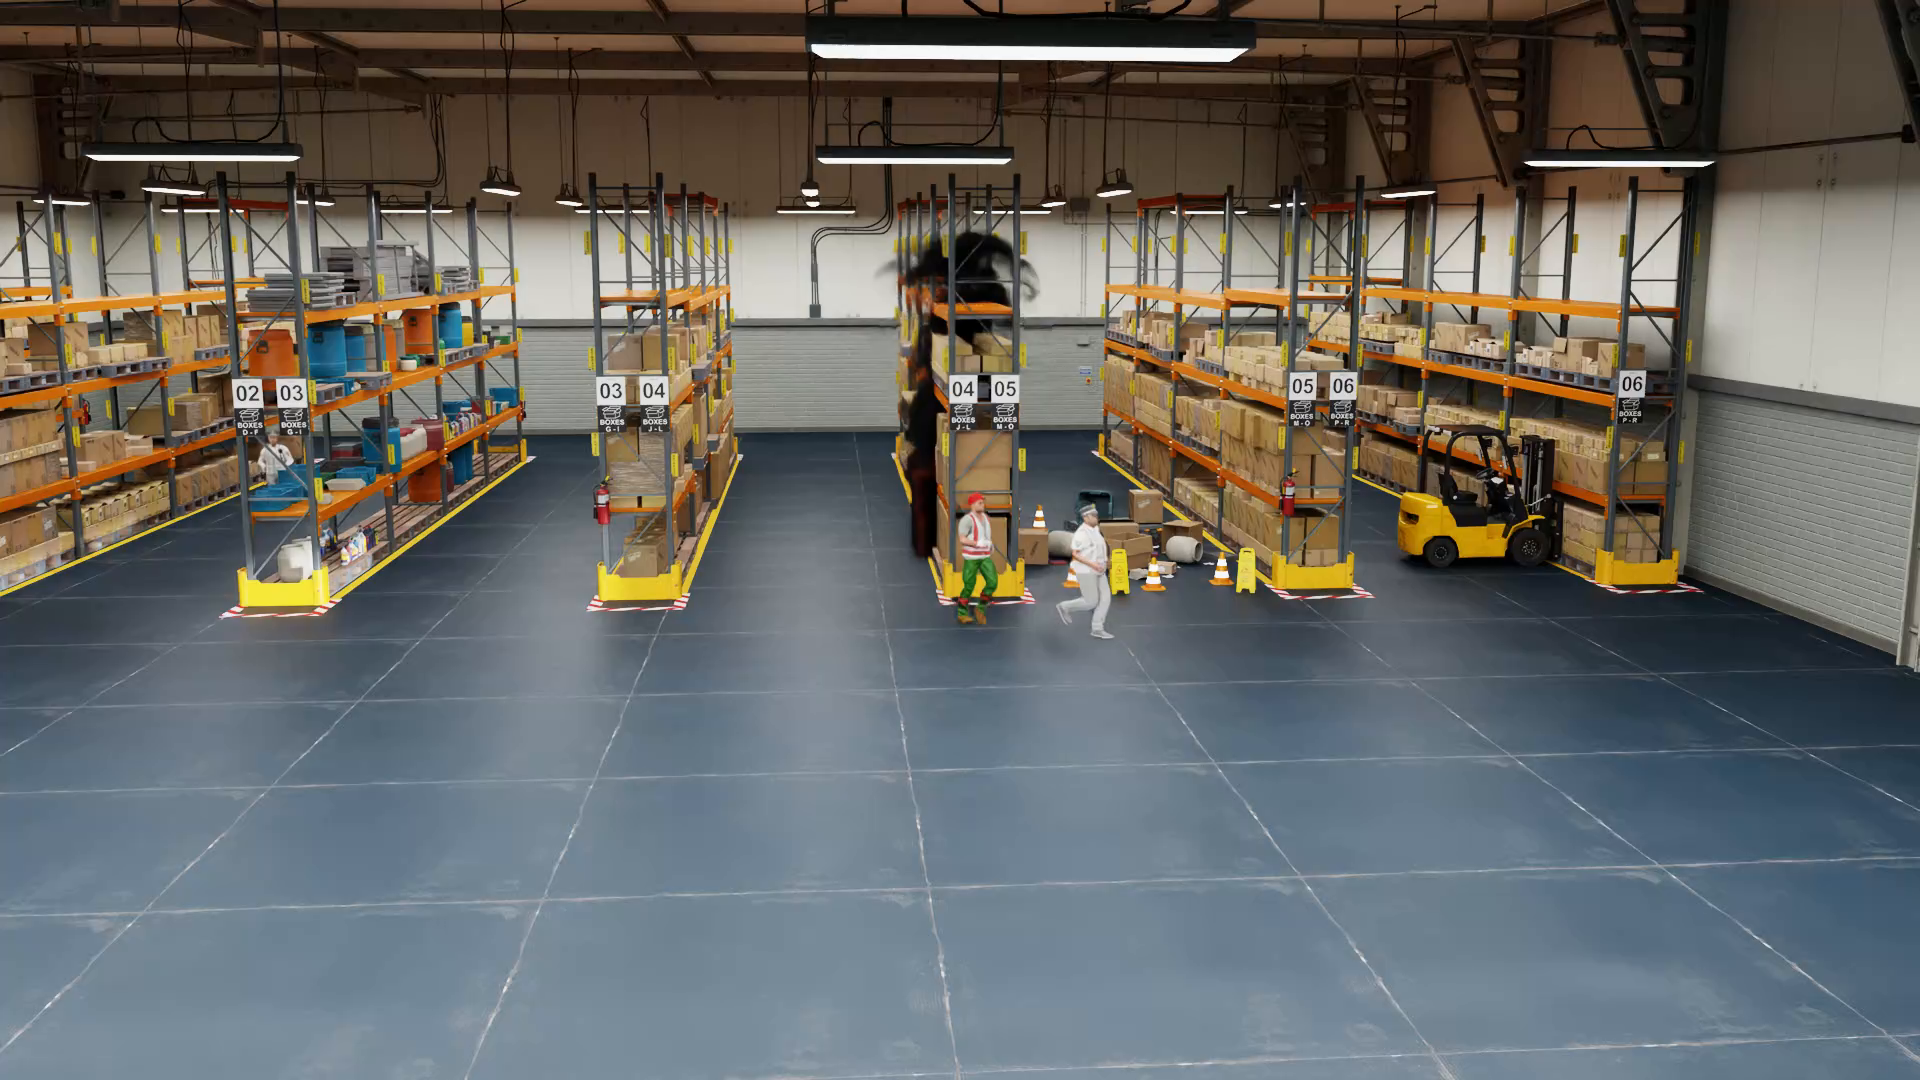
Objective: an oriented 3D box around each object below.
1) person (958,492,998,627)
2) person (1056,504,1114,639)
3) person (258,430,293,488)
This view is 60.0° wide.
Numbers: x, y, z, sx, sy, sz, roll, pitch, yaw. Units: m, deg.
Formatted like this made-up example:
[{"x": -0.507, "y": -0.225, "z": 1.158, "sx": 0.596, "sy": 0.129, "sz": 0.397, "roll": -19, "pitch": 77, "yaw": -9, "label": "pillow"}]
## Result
[{"x": 0.253, "y": 0.261, "z": 22.110, "sx": 0.662, "sy": 1.798, "sz": 0.679, "roll": -8, "pitch": 13, "yaw": -38, "label": "person"}, {"x": 1.655, "y": 0.394, "z": 21.491, "sx": 0.775, "sy": 1.752, "sz": 0.663, "roll": 6, "pitch": 12, "yaw": 31, "label": "person"}, {"x": -12.686, "y": -1.216, "z": 30.825, "sx": 0.611, "sy": 1.649, "sz": 0.519, "roll": -3, "pitch": 10, "yaw": -14, "label": "person"}]
